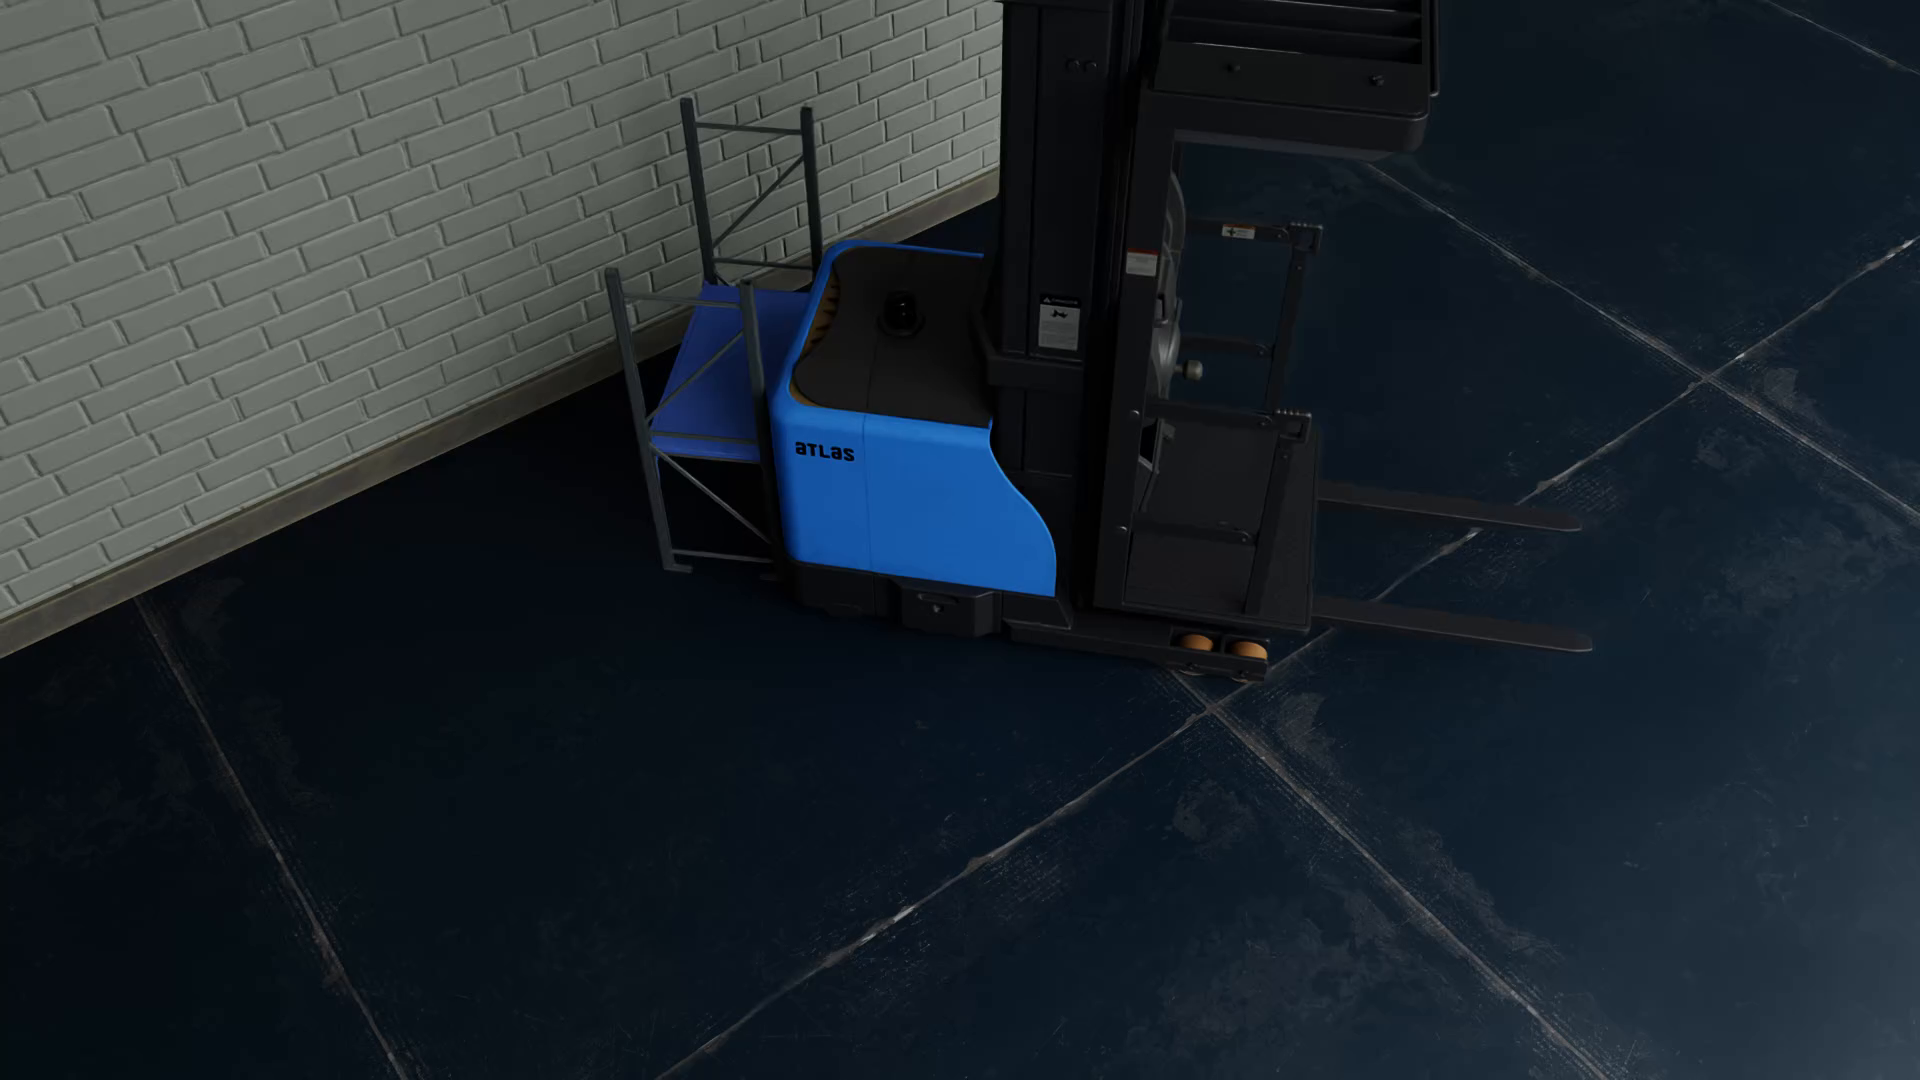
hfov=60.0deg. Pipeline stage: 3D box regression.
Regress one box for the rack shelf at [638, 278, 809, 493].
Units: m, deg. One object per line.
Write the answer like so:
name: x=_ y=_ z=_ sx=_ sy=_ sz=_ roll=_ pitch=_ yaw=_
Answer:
rack shelf: x=-0.866 y=-0.623 z=6.544 sx=0.538 sy=0.185 sz=1.000 roll=6 pitch=48 yaw=5

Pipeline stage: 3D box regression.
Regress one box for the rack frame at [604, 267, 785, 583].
rack frame: x=-0.935 y=-0.371 z=6.073 sx=0.500 sy=1.500 sz=0.032 roll=6 pitch=48 yaw=5

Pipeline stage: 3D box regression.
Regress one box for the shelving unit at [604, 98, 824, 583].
shelving unit: x=-0.866 y=-0.744 z=6.411 sx=0.538 sy=1.500 sz=1.048 roll=6 pitch=48 yaw=5

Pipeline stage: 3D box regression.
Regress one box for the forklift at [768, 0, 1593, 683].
forklift: x=0.885 y=-0.876 z=5.565 sx=3.031 sy=2.935 sz=1.130 roll=8 pitch=48 yaw=7

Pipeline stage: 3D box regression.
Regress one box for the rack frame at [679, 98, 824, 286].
rack frame: x=-0.798 y=-1.117 z=6.749 sx=0.500 sy=1.500 sz=0.032 roll=6 pitch=48 yaw=5
